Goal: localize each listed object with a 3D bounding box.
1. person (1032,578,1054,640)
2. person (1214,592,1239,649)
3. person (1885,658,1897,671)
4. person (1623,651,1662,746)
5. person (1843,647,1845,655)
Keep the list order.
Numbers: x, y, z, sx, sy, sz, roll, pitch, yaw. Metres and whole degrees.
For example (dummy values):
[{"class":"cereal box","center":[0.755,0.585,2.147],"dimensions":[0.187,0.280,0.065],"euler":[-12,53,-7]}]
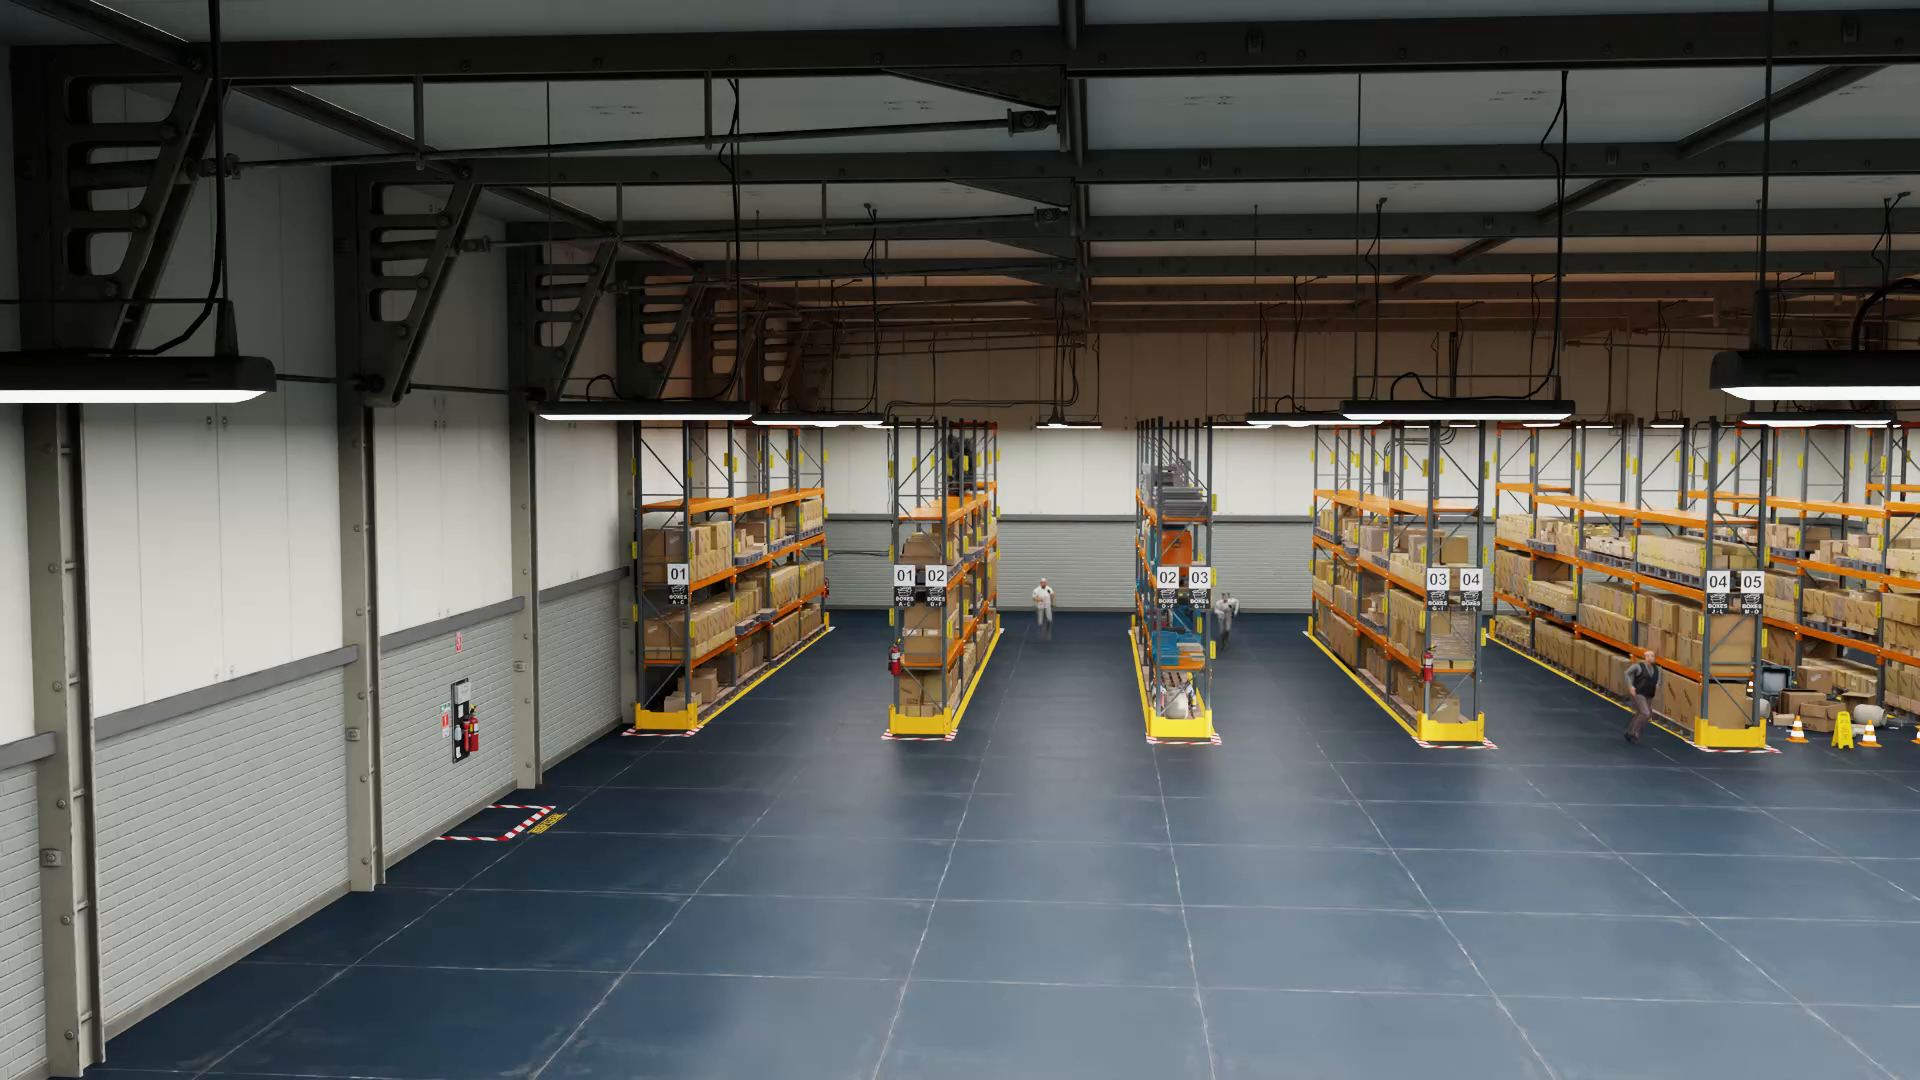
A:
[{"class":"person","center":[2.234,1.839,44.528],"dimensions":[0.632,1.661,0.708],"euler":[0,4,-4]},{"class":"person","center":[7.012,2.108,43.751],"dimensions":[0.649,1.528,0.912],"euler":[0,4,7]},{"class":"person","center":[21.370,2.448,38.118],"dimensions":[0.575,1.639,0.796],"euler":[0,4,-4]},{"class":"person","center":[12.547,2.895,30.512],"dimensions":[0.676,1.732,0.671],"euler":[-1,4,-20]},{"class":"person","center":[22.061,2.200,41.996],"dimensions":[0.521,1.567,0.540],"euler":[0,4,-6]}]
